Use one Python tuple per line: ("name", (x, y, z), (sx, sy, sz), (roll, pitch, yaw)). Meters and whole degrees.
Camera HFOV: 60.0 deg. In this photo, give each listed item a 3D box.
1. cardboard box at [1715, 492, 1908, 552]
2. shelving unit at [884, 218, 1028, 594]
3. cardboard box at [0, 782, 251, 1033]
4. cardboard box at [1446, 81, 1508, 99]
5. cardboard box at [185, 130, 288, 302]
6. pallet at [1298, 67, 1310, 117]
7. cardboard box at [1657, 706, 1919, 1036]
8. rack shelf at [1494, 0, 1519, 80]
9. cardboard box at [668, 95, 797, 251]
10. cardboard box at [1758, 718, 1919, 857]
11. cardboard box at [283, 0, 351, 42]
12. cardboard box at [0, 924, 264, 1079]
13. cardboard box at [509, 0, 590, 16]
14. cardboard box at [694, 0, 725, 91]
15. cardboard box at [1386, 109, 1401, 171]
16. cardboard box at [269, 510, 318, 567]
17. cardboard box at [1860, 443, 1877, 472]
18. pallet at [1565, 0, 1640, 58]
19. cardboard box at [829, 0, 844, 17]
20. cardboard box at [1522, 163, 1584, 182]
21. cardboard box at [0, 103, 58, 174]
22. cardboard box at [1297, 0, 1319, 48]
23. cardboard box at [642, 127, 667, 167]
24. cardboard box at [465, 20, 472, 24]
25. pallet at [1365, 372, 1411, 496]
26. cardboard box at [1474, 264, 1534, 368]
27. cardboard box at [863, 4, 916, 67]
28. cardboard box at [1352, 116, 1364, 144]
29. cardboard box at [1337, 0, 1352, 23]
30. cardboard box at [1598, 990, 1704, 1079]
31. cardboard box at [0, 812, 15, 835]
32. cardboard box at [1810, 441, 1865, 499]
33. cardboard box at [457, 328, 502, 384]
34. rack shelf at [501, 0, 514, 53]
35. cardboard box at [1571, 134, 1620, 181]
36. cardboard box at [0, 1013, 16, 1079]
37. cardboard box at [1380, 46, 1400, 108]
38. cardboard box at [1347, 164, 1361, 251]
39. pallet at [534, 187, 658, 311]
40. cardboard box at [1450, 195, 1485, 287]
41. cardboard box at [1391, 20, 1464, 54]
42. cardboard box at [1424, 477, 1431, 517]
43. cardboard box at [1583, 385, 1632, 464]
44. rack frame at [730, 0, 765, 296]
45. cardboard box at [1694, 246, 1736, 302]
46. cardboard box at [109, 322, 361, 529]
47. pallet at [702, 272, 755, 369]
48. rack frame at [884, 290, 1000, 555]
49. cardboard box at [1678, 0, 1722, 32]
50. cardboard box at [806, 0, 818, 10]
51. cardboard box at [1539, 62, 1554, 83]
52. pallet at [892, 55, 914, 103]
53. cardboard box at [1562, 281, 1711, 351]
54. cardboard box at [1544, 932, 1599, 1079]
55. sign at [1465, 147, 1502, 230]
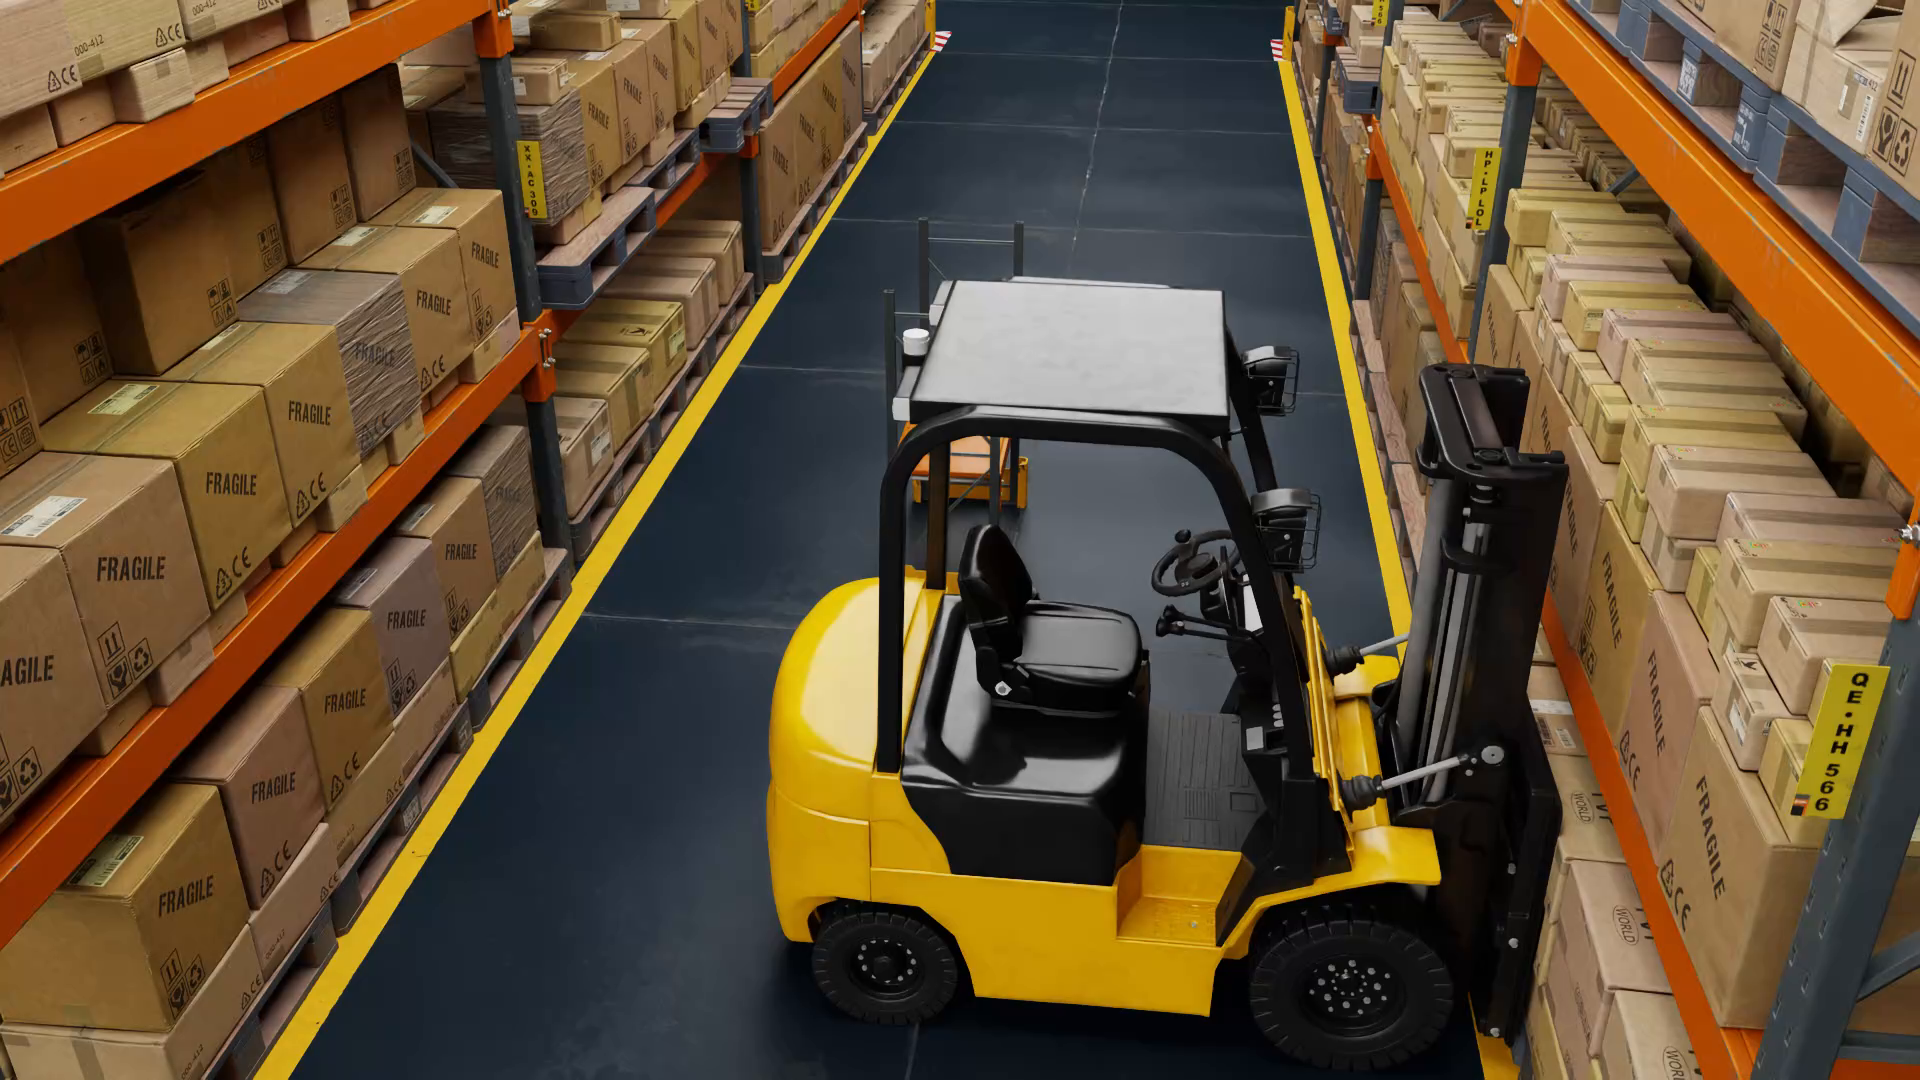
("cardboard box", (2.041, 0.016, 3.956), (0.380, 0.149, 0.250), (4, 29, 7))
("shelving unit", (-0.009, -0.624, 7.828), (0.587, 1.500, 1.083), (3, 28, 6))
("cardboard box", (-2.454, 1.046, 4.811), (0.500, 0.500, 0.500), (2, 28, 4))
("cardboard box", (2.663, -2.214, 8.407), (0.380, 0.149, 0.250), (3, 28, 6))
("cardboard box", (-2.781, -1.104, 5.663), (0.700, 0.500, 0.500), (3, 28, 5))
("pallet", (3.800, -4.307, 16.023), (1.003, 0.211, 1.213), (3, 28, 6))
("cardboard box", (1.897, 0.722, 3.643), (0.500, 0.500, 0.500), (3, 28, 5))
("rack shelf", (2.833, -2.816, 7.910), (1.077, 0.370, 4.000), (3, 28, 6))
("cardboard box", (-1.682, -2.610, 11.729), (0.875, 0.875, 0.875), (3, 28, 6))
("cardboard box", (1.862, 0.503, 3.364), (0.380, 0.149, 0.250), (4, 29, 7))
("cardboard box", (-2.215, -1.717, 5.377), (0.380, 0.149, 0.250), (4, 29, 8))
("cardboard box", (-2.456, 1.388, 4.968), (0.500, 0.250, 0.500), (3, 28, 6))
("cardboard box", (-2.249, -2.705, 9.247), (0.500, 0.500, 0.500), (4, 29, 7))
("cardboard box", (-1.681, -2.926, 9.656), (0.500, 0.500, 0.500), (3, 28, 5))
("cardboard box", (2.714, -2.256, 9.433), (0.500, 0.250, 0.500), (3, 28, 5))
("cardboard box", (-2.343, -0.042, 5.430), (0.380, 0.149, 0.250), (3, 28, 5))
("cardboard box", (2.617, -0.199, 4.354), (0.380, 0.149, 0.250), (3, 28, 5))
("pallet", (2.509, -1.749, 5.265), (1.003, 0.211, 1.213), (3, 28, 6))
("cardboard box", (-1.227, -4.391, 13.397), (0.500, 0.250, 0.500), (3, 28, 5))
("cardboard box", (2.423, -1.496, 7.075), (0.380, 0.149, 0.250), (3, 28, 5))
("cardboard box", (-2.450, -0.991, 4.029), (0.380, 0.149, 0.250), (3, 28, 6))
("cardboard box", (3.889, -5.322, 17.156), (0.797, 0.503, 0.637), (2, 28, 4))
("cardboard box", (-1.770, -2.085, 8.780), (0.380, 0.149, 0.250), (4, 29, 8))
("cardboard box", (-2.425, -2.489, 8.161), (0.380, 0.149, 0.250), (2, 28, 4))
("pallet", (2.786, -0.568, 9.081), (1.003, 0.211, 1.213), (3, 28, 6))
("cardboard box", (2.274, -0.721, 6.320), (0.500, 0.500, 0.500), (3, 28, 5))
("cardboard box", (-0.954, -5.115, 16.840), (0.875, 0.438, 0.875), (4, 29, 8))
("cardboard box", (3.077, -2.993, 12.152), (0.380, 0.149, 0.250), (2, 28, 4))
("cardboard box", (3.127, -4.037, 12.033), (0.700, 0.500, 0.500), (3, 28, 6))
("cardboard box", (1.844, 1.363, 3.959), (0.500, 0.250, 0.500), (4, 29, 8))
("cardboard box", (-2.582, 0.688, 4.074), (0.380, 0.149, 0.250), (3, 29, 6))
("cardboard box", (2.607, -0.182, 4.635), (0.380, 0.149, 0.250), (3, 28, 6))
("cardboard box", (-2.100, -0.760, 6.762), (0.380, 0.149, 0.250), (4, 29, 7))
("rack shelf", (-2.094, -3.102, 8.442), (1.077, 0.370, 4.000), (3, 28, 6))
("cardboard box", (2.971, -1.715, 7.482), (0.380, 0.149, 0.250), (3, 28, 6))
("cardboard box", (-2.994, 1.344, 5.049), (0.500, 0.250, 0.500), (3, 28, 6))
("cardboard box", (2.756, -2.714, 9.756), (0.500, 0.250, 0.500), (3, 28, 6))
("cardboard box", (2.988, -2.284, 11.520), (0.500, 0.500, 0.500), (3, 28, 5))
("pallet", (-2.101, -1.424, 7.933), (1.003, 0.211, 1.213), (3, 28, 6))
("cardboard box", (2.394, -1.270, 7.077), (0.500, 0.250, 0.500), (3, 28, 5))
("cardboard box", (2.746, -2.950, 9.774), (0.380, 0.149, 0.250), (4, 29, 8))
("cardboard box", (2.640, -0.256, 7.624), (0.875, 0.625, 0.625), (5, 29, 8))
("cardboard box", (2.078, -0.339, 4.926), (0.380, 0.149, 0.250), (3, 28, 5))
("rack frame", (-1.849, -3.040, 10.730), (1.000, 3.000, 0.127), (3, 28, 6))
("cardboard box", (2.757, -0.922, 5.696), (0.380, 0.149, 0.250), (3, 28, 6))
("cardboard box", (-2.320, -0.380, 5.373), (0.500, 0.500, 0.500), (3, 28, 5))
("pallet", (-1.946, -1.445, 10.709), (1.003, 0.211, 1.213), (3, 28, 6))
("rack frame", (-0.073, -0.381, 7.376), (0.500, 1.500, 0.032), (3, 28, 6))
("cardboard box", (2.244, -1.554, 4.153), (0.797, 0.503, 0.637), (4, 29, 8))
("cardboard box", (-1.329, -4.133, 12.391), (0.500, 0.250, 0.500), (4, 29, 7))
("cardboard box", (3.155, -2.432, 8.812), (0.380, 0.149, 0.250), (3, 28, 6))
("pallet", (-1.041, -4.624, 16.611), (1.003, 0.211, 1.213), (3, 28, 6))
("cardboard box", (2.151, -0.710, 5.303), (0.380, 0.149, 0.250), (3, 28, 5))
("cardboard box", (1.919, 1.335, 4.538), (0.500, 0.250, 0.500), (3, 28, 6))
("sign", (2.048, -1.372, 6.497), (0.100, 0.325, 0.005), (3, 28, 6))
